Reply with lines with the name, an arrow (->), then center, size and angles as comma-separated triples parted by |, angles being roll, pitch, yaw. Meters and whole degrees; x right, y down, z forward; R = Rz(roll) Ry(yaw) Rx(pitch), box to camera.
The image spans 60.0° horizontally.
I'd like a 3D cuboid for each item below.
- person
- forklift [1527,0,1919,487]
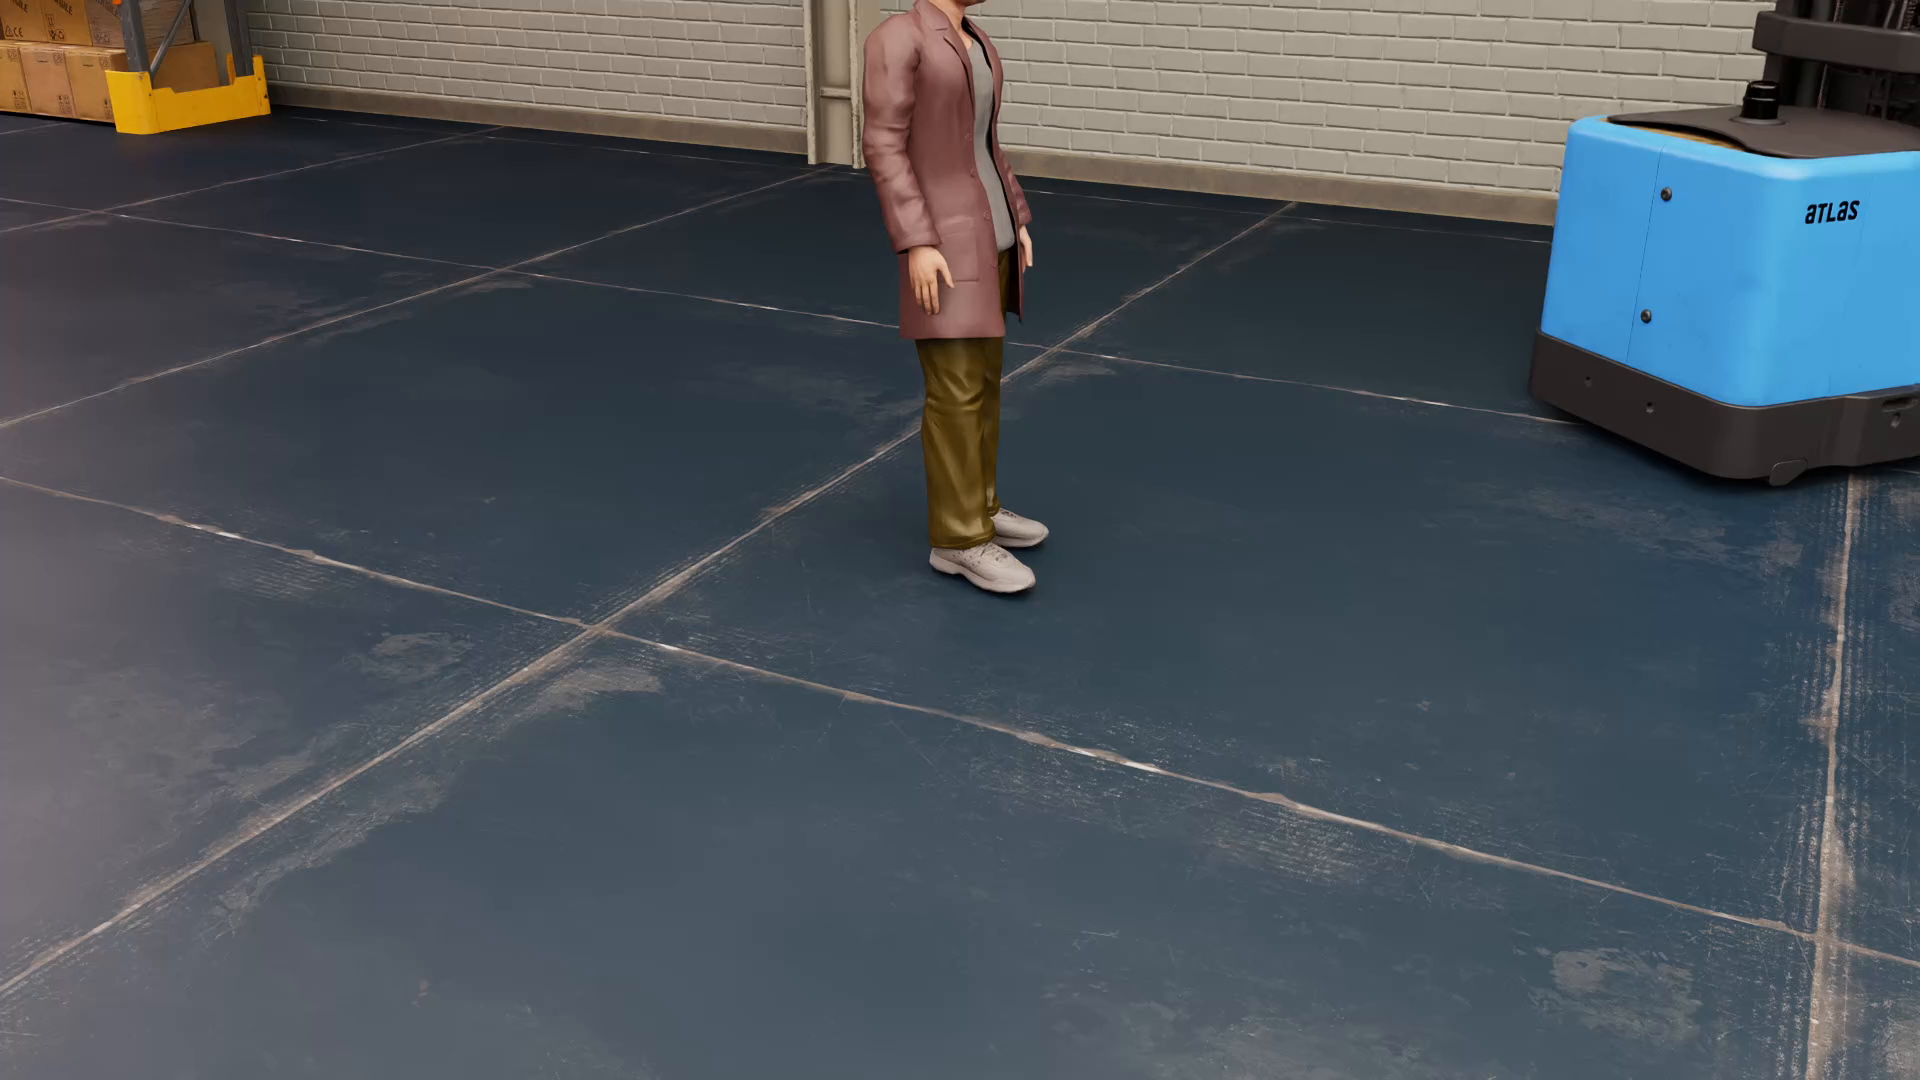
person -> 0.080, -0.808, 4.674 | 0.579, 1.778, 0.698 | 11, 25, 25
forklift -> 3.676, -1.869, 5.721 | 3.031, 2.935, 1.130 | -9, 24, -19
